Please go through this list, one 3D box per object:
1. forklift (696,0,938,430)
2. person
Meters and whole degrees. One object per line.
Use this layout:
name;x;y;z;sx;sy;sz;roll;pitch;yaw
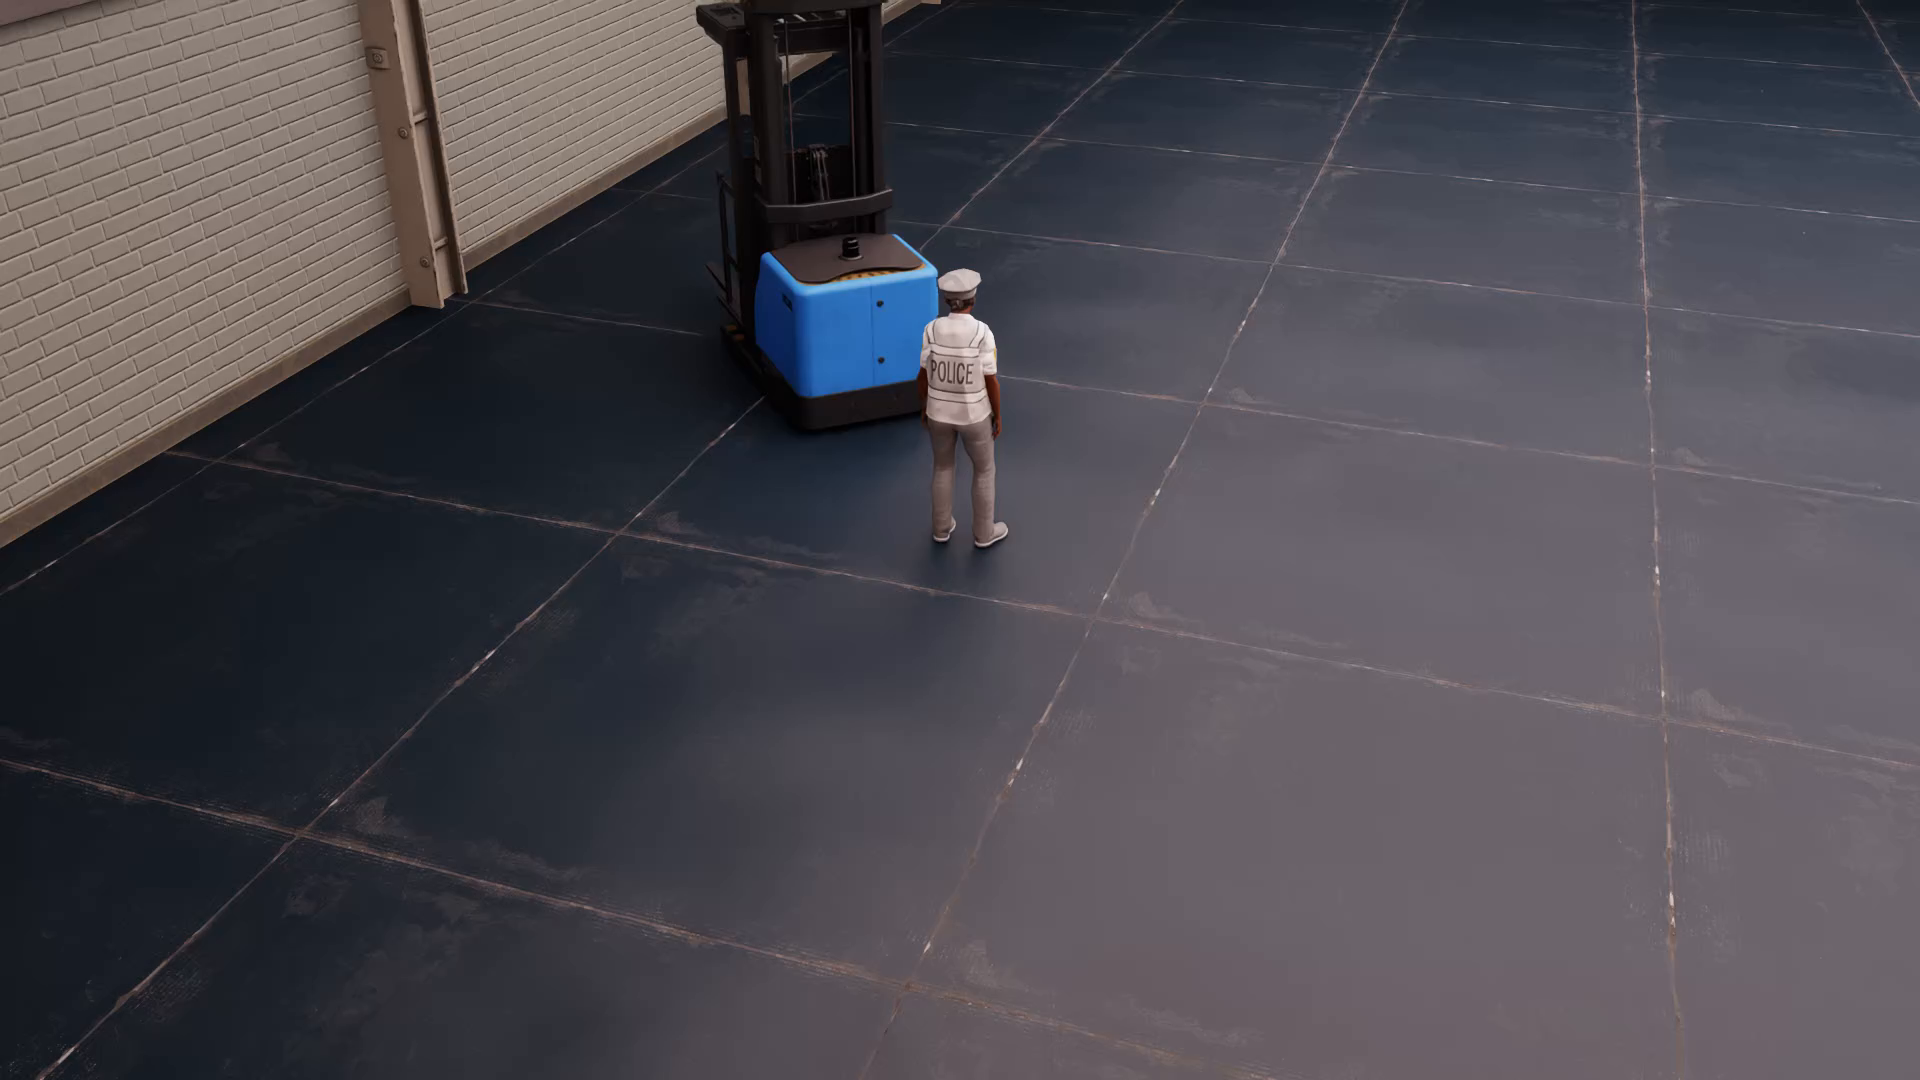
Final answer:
forklift;-1.175;-2.730;11.925;1.130;2.935;3.031;-12;32;-20
person;0.012;-0.736;9.716;0.513;1.657;0.393;9;31;15
